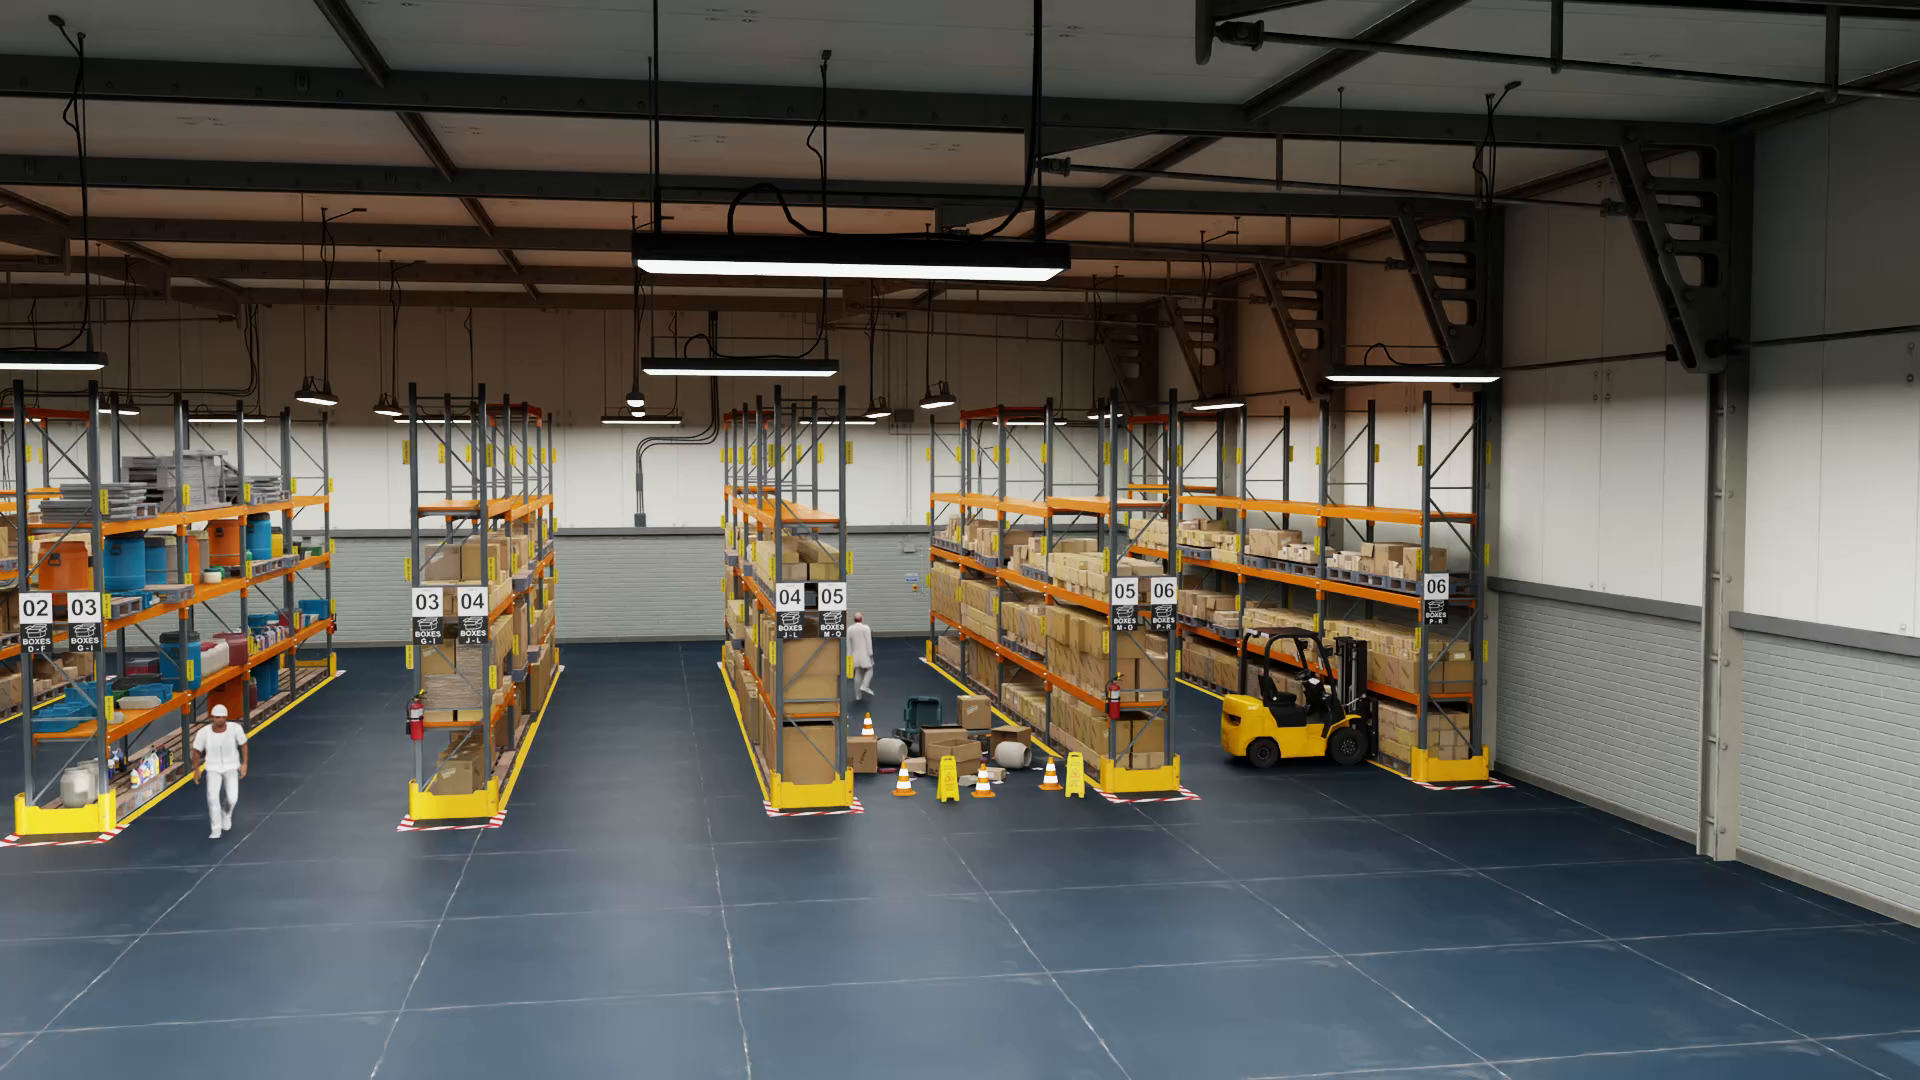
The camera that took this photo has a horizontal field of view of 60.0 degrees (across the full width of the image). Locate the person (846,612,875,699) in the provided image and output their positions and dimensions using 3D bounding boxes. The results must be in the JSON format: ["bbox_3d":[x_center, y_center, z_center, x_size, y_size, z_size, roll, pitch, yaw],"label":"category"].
[{"bbox_3d":[-2.063,2.381,34.169,0.617,1.760,0.553,0,3,8],"label":"person"}]

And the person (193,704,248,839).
[{"bbox_3d":[-9.756,3.025,21.947,0.672,1.744,0.583,-1,3,-24],"label":"person"}]
